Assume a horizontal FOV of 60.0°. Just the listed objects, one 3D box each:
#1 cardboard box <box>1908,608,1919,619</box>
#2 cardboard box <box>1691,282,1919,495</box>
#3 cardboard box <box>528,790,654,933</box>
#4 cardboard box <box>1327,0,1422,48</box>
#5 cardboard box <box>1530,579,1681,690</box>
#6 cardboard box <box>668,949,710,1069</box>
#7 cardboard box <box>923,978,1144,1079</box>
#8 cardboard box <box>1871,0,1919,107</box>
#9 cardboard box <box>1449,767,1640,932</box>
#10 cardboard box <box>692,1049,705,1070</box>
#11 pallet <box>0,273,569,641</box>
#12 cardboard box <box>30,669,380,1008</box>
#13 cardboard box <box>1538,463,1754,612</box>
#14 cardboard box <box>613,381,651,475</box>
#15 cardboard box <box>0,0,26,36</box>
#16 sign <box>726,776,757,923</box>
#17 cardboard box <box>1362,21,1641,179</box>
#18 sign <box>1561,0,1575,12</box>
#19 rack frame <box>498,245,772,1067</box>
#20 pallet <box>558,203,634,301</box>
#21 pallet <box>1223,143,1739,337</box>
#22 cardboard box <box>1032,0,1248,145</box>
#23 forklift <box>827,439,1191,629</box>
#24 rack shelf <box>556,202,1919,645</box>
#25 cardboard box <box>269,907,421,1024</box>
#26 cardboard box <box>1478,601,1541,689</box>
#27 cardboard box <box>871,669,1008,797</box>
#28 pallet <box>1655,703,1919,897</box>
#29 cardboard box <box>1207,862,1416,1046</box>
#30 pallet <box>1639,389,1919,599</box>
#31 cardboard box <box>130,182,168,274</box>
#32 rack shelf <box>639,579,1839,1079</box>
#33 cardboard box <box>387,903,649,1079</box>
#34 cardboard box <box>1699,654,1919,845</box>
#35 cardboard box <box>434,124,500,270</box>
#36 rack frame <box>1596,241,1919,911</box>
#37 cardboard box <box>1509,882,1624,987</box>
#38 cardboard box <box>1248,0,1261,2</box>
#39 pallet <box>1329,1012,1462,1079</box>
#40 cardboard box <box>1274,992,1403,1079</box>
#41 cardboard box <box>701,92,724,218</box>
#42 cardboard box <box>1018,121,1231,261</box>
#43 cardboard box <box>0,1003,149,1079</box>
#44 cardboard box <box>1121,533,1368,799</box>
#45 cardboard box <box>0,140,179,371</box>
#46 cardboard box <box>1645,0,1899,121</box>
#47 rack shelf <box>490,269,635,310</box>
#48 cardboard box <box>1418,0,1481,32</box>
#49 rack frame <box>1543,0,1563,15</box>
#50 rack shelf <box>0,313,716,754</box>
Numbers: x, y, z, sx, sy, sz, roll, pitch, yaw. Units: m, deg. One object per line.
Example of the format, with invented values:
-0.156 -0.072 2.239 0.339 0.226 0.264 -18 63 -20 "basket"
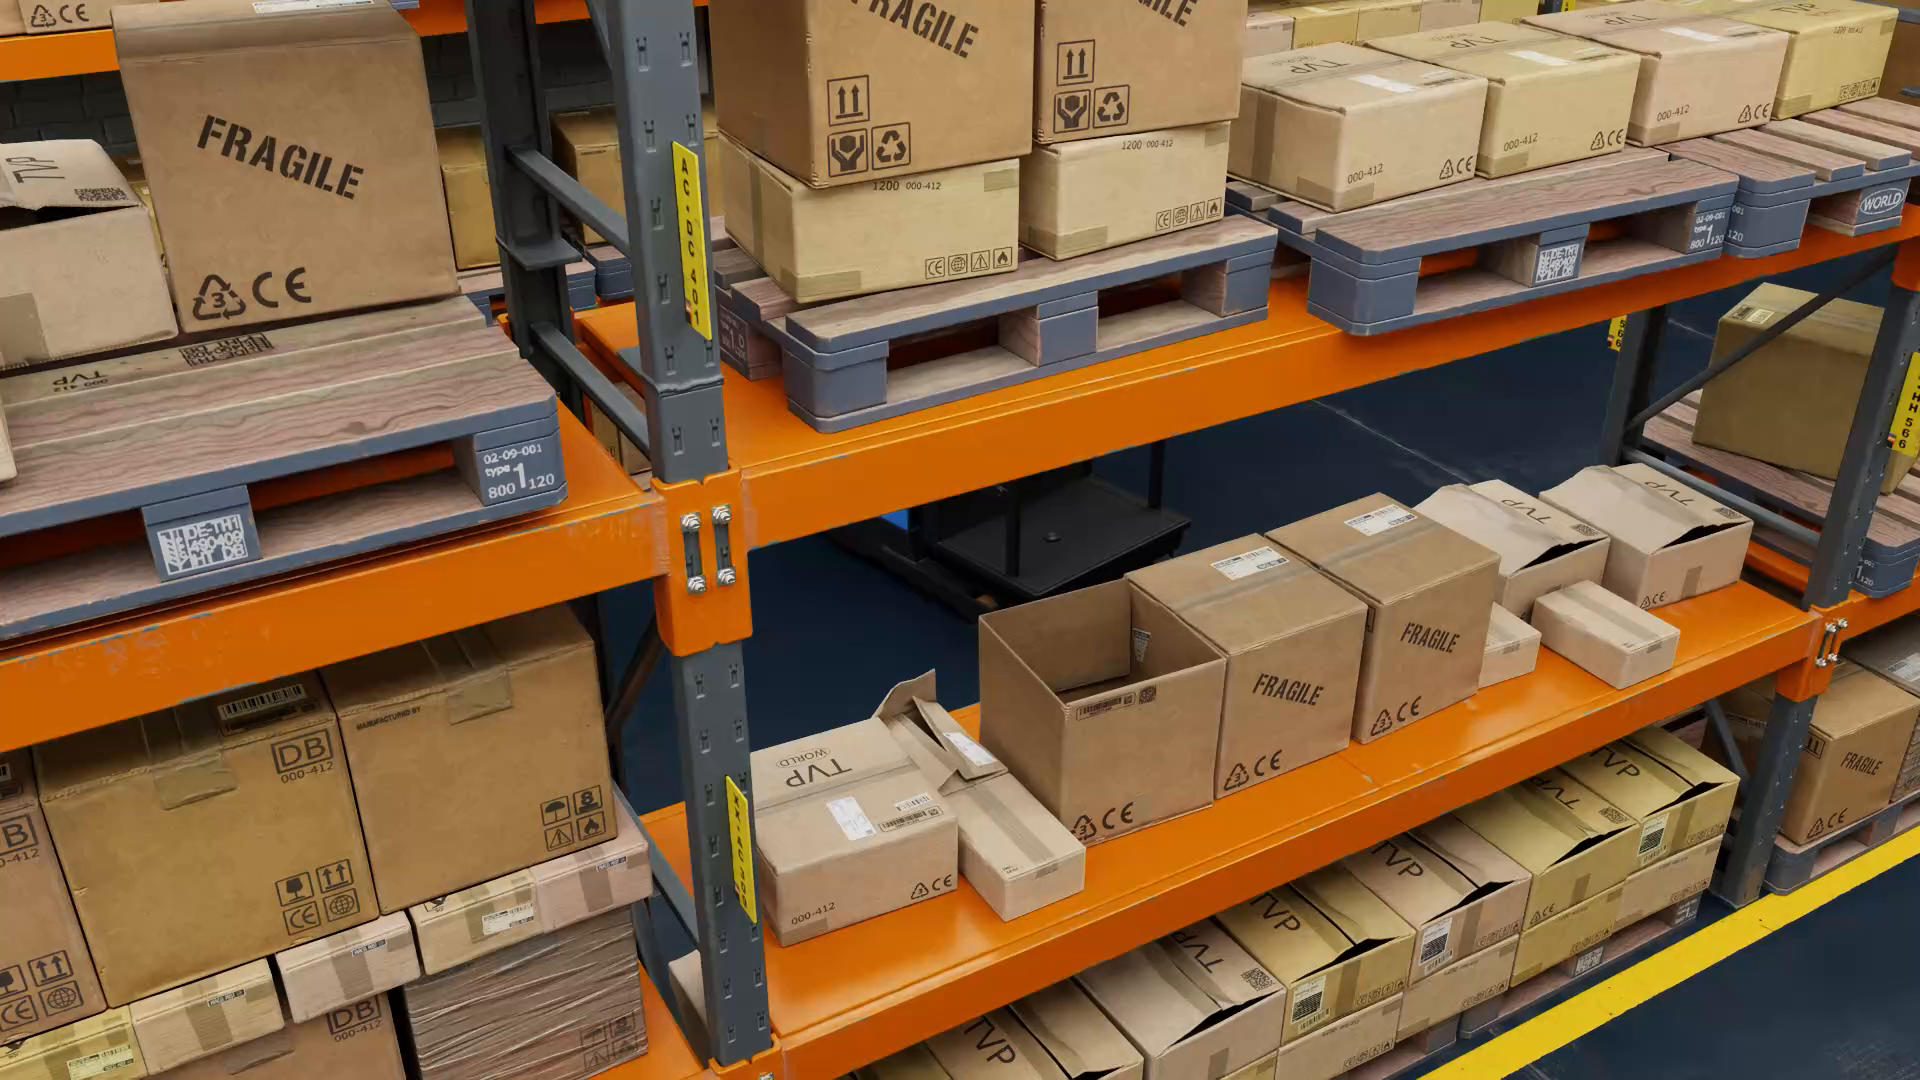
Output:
4.129 0.513 6.847 0.500 0.500 0.500 -16 33 -27 "cardboard box"
3.194 -0.574 6.147 0.700 0.500 0.500 22 36 34 "cardboard box"
-0.867 0.662 3.671 0.250 0.149 0.380 -16 33 -26 "cardboard box"
2.485 -3.231 10.292 0.500 0.250 0.500 -15 32 -25 "cardboard box"
2.072 0.300 5.361 0.250 0.149 0.380 -16 33 -26 "cardboard box"
-0.537 1.390 4.957 0.500 0.311 0.500 -16 33 -26 "cardboard box"
0.176 1.491 4.775 0.500 0.311 0.500 -16 33 -27 "cardboard box"
3.067 -1.623 5.378 0.500 0.500 0.910 -16 33 -26 "cardboard box"
1.936 0.990 5.682 0.500 0.311 0.500 -16 33 -27 "cardboard box"
-0.530 1.632 5.100 0.500 0.250 0.500 -16 33 -27 "cardboard box"
-1.463 -0.221 3.033 1.213 0.211 1.003 -16 33 -26 "pallet"
-1.555 0.458 3.370 0.500 0.500 0.700 -16 33 -26 "cardboard box"
2.372 -0.035 5.801 0.500 0.311 0.500 -14 32 -23 "cardboard box"
-1.747 -0.769 9.171 0.500 0.500 0.700 -15 32 -26 "cardboard box"
-4.006 -2.249 6.493 0.500 0.500 0.500 -19 34 -30 "cardboard box"
-0.458 0.651 3.487 0.005 0.325 0.100 -16 33 -26 "sign"
1.403 -1.171 4.383 0.500 0.250 0.500 -17 33 -27 "cardboard box"
3.927 -3.435 10.754 0.005 0.325 0.100 -16 33 -26 "sign"
-0.741 0.834 4.134 0.127 3.000 1.000 -16 33 -26 "rack frame"
-1.491 -1.622 8.783 1.213 0.211 1.003 -16 33 -26 "pallet"
1.205 -0.897 4.362 1.213 0.211 1.003 -14 32 -24 "pallet"
0.290 -1.209 3.677 0.500 0.500 0.500 -13 31 -22 "cardboard box"
0.425 -1.061 7.639 1.130 2.935 3.031 -24 37 -36 "forklift"
0.984 -0.654 4.470 4.000 0.370 1.077 -16 33 -26 "rack shelf"
-1.305 0.787 3.445 0.250 0.149 0.380 -17 33 -28 "cardboard box"
1.637 0.301 5.361 0.250 0.149 0.380 -13 32 -23 "cardboard box"
-0.076 0.601 4.695 0.258 0.266 0.396 -17 33 -28 "cardboard box"
3.371 0.909 6.885 1.213 0.211 1.003 -16 33 -26 "pallet"
1.066 1.234 5.240 0.500 0.311 0.500 -15 32 -25 "cardboard box"
3.257 -0.256 6.308 1.003 0.211 1.213 -16 33 -26 "pallet"
-3.505 -1.255 7.279 0.500 0.500 0.500 -16 33 -26 "cardboard box"
0.984 0.660 5.195 4.000 0.370 1.077 -16 33 -26 "rack shelf"
-1.120 0.902 3.908 0.500 0.500 0.700 -17 33 -28 "cardboard box"
3.245 0.764 6.392 0.500 0.500 0.500 -14 32 -24 "cardboard box"
-2.312 -1.709 8.184 0.500 0.500 0.700 -12 31 -21 "cardboard box"
2.708 -0.145 5.908 0.127 3.000 1.000 -16 33 -26 "rack frame"
1.935 1.233 5.822 0.500 0.250 0.500 -16 33 -27 "cardboard box"
1.786 -3.312 10.439 0.500 0.250 0.500 -17 33 -27 "cardboard box"
0.928 1.558 5.709 1.213 0.211 1.003 -16 33 -26 "pallet"
1.058 1.482 5.371 0.500 0.250 0.500 -15 32 -25 "cardboard box"
-1.268 -2.011 8.730 0.500 0.500 0.700 -16 33 -26 "cardboard box"
0.267 -0.880 3.856 0.500 0.250 0.500 -19 34 -31 "cardboard box"
-1.745 0.911 3.221 0.250 0.149 0.380 -16 33 -27 "cardboard box"
0.816 0.358 4.894 0.500 0.500 0.500 -16 33 -26 "cardboard box"
-1.774 -0.540 3.032 0.500 0.311 0.500 -18 34 -29 "cardboard box"
2.345 -1.442 4.874 0.500 0.250 0.500 -19 34 -30 "cardboard box"
-1.529 -1.403 8.933 4.000 0.370 1.077 -16 33 -26 "rack shelf"
2.925 -3.356 10.518 0.500 0.250 0.500 -15 32 -25 "cardboard box"
3.644 -3.187 11.420 0.127 3.000 1.000 -16 33 -26 "rack frame"
-2.465 0.325 2.696 4.000 0.370 1.077 -16 33 -26 "rack shelf"
